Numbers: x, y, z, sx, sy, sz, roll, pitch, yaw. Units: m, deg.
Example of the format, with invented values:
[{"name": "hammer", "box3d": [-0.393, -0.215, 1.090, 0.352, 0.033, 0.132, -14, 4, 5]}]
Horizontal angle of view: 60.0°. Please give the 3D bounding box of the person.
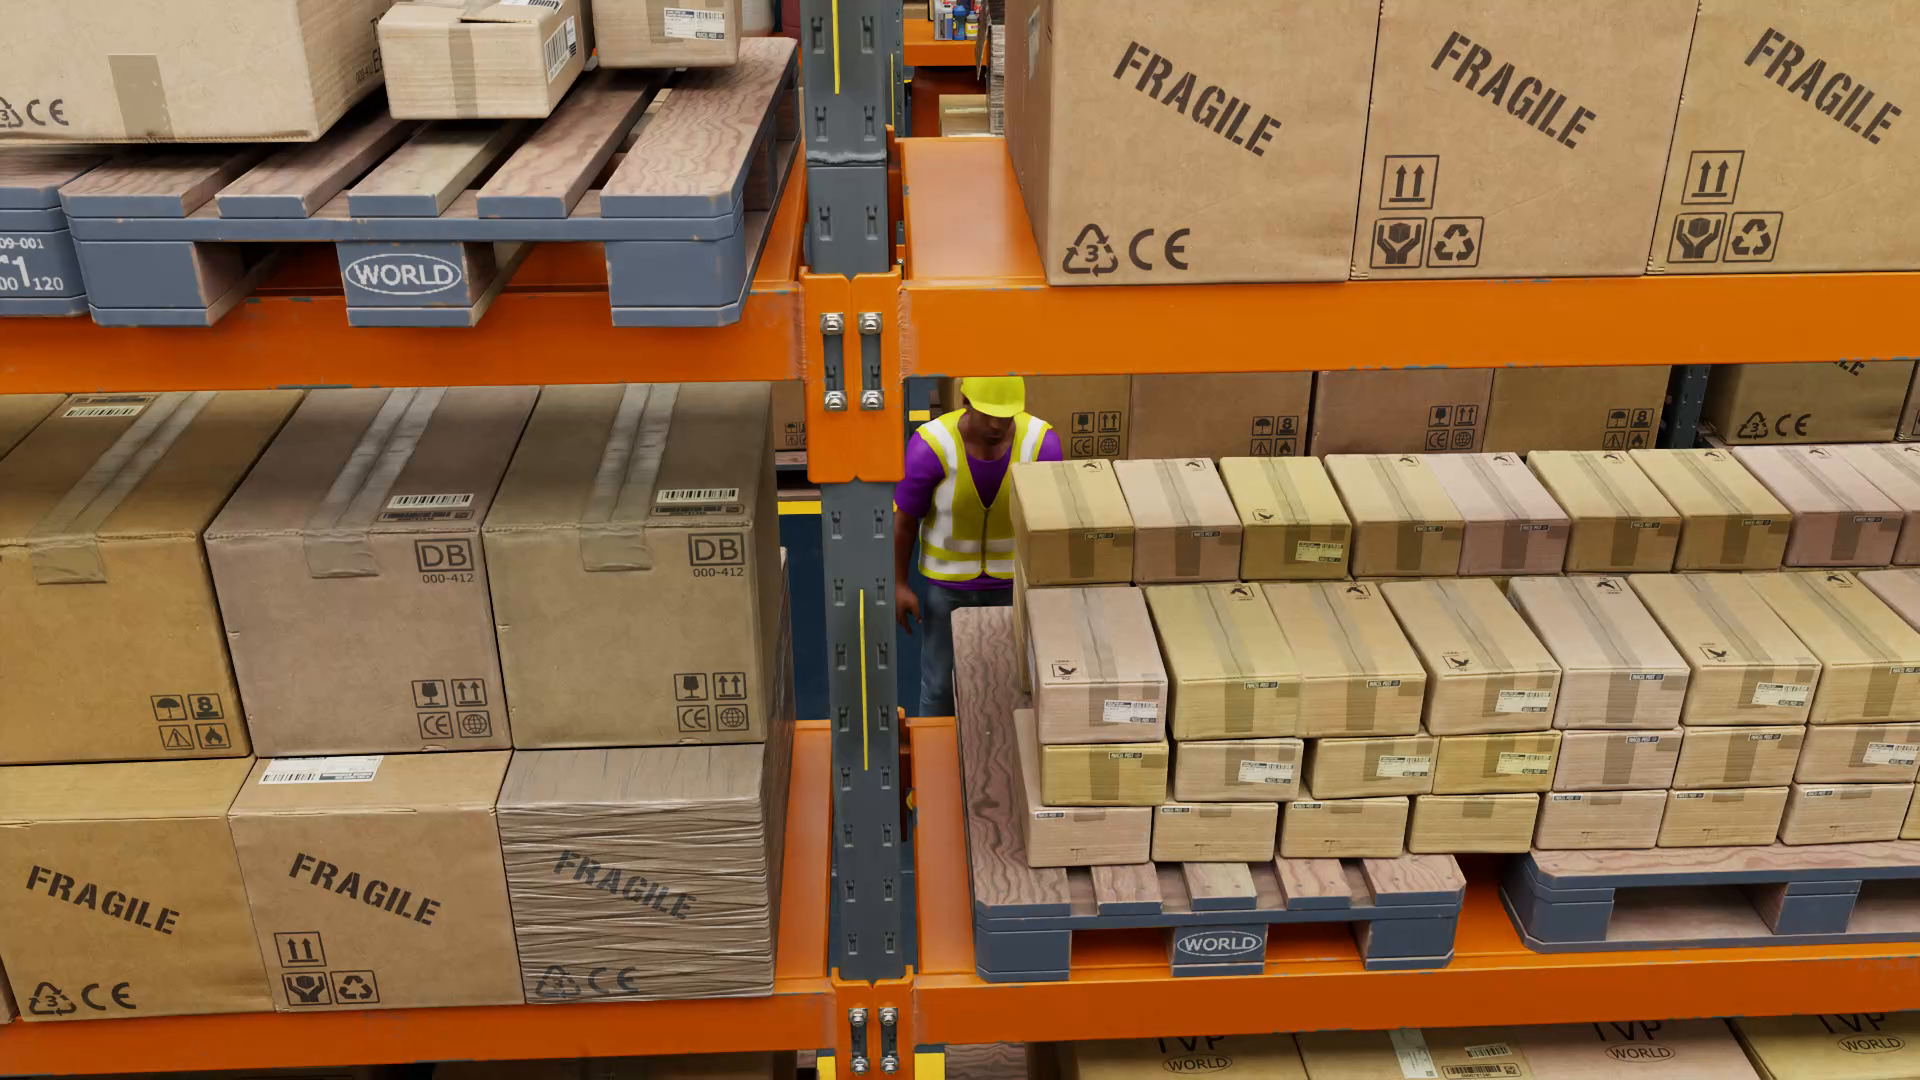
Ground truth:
[{"name": "person", "box3d": [0.074, 0.151, 5.809, 0.631, 1.760, 0.460, -3, 28, -5]}]
